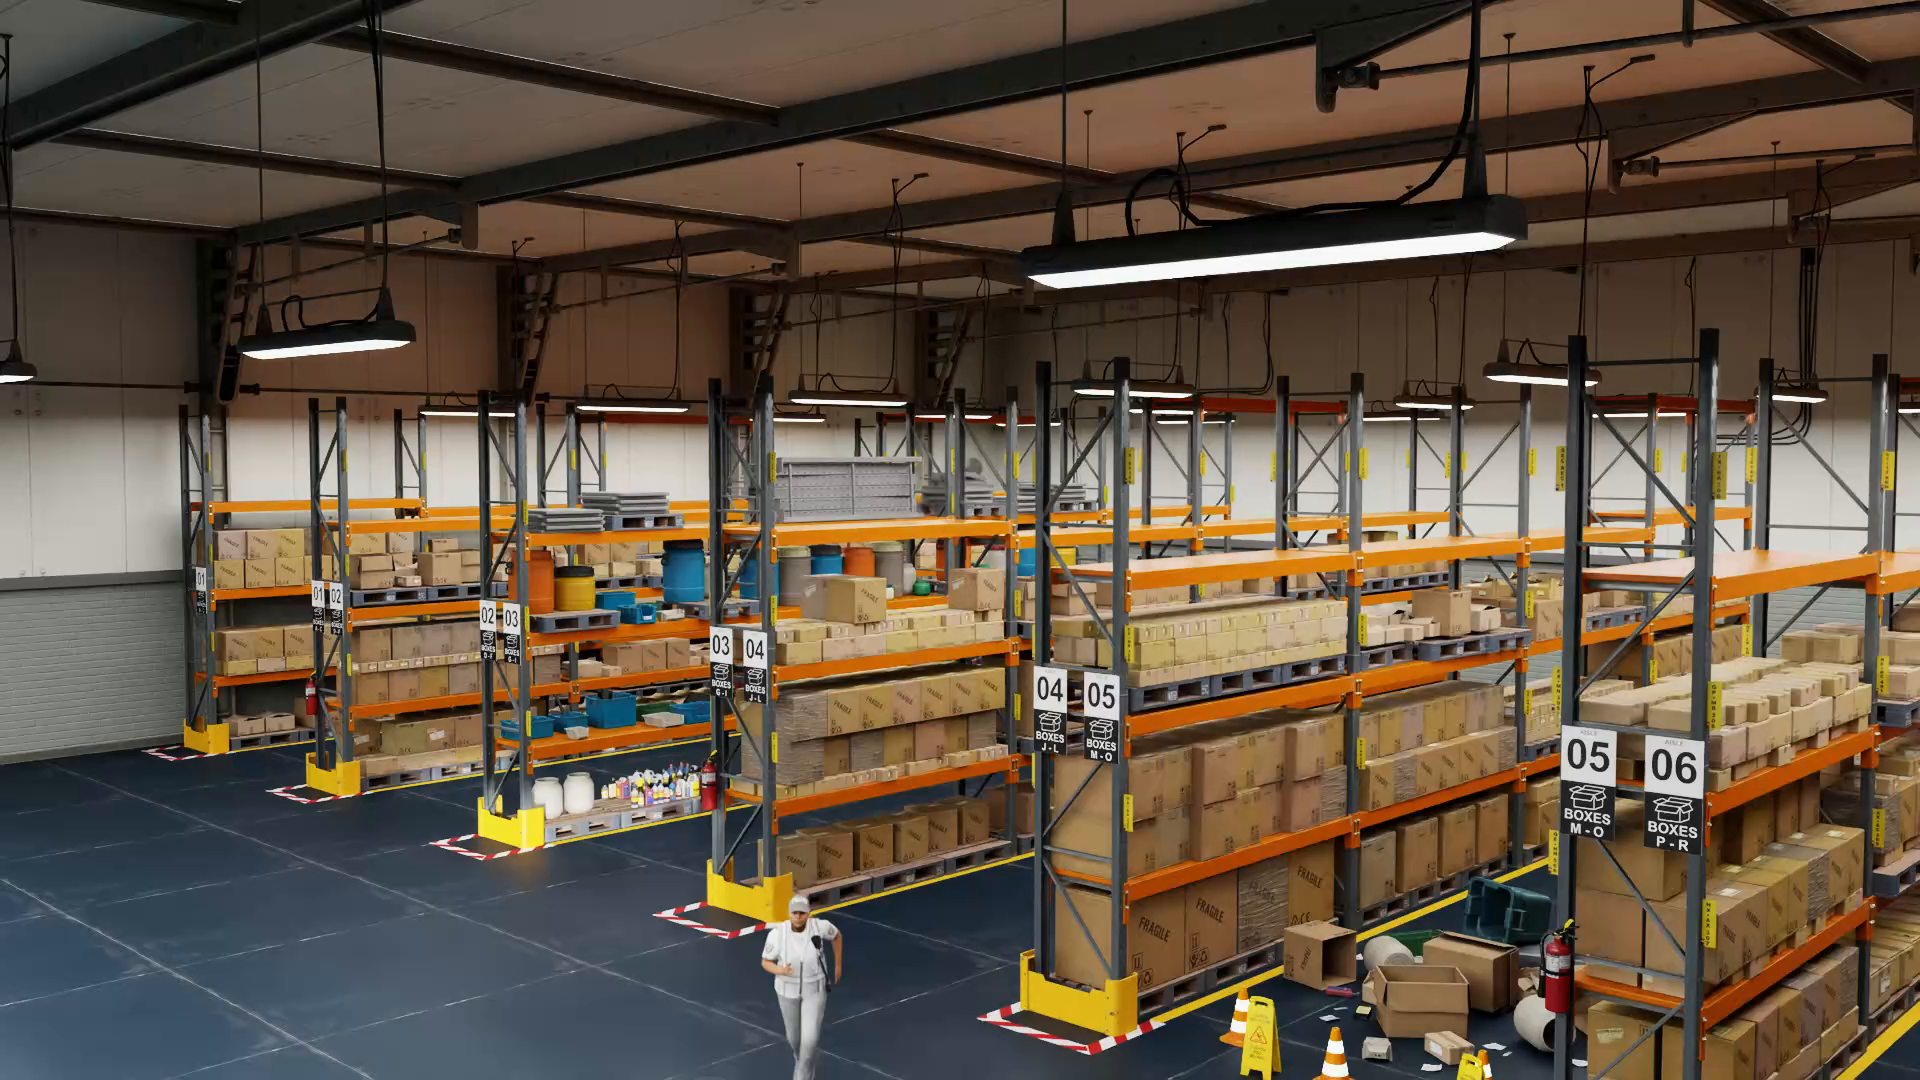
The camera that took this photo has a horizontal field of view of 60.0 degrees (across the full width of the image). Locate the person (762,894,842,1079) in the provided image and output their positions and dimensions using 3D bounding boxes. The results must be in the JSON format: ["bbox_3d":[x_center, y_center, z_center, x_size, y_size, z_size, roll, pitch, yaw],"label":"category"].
[{"bbox_3d":[-1.262,3.645,13.307,0.626,1.708,0.832,0,3,-2],"label":"person"}]
